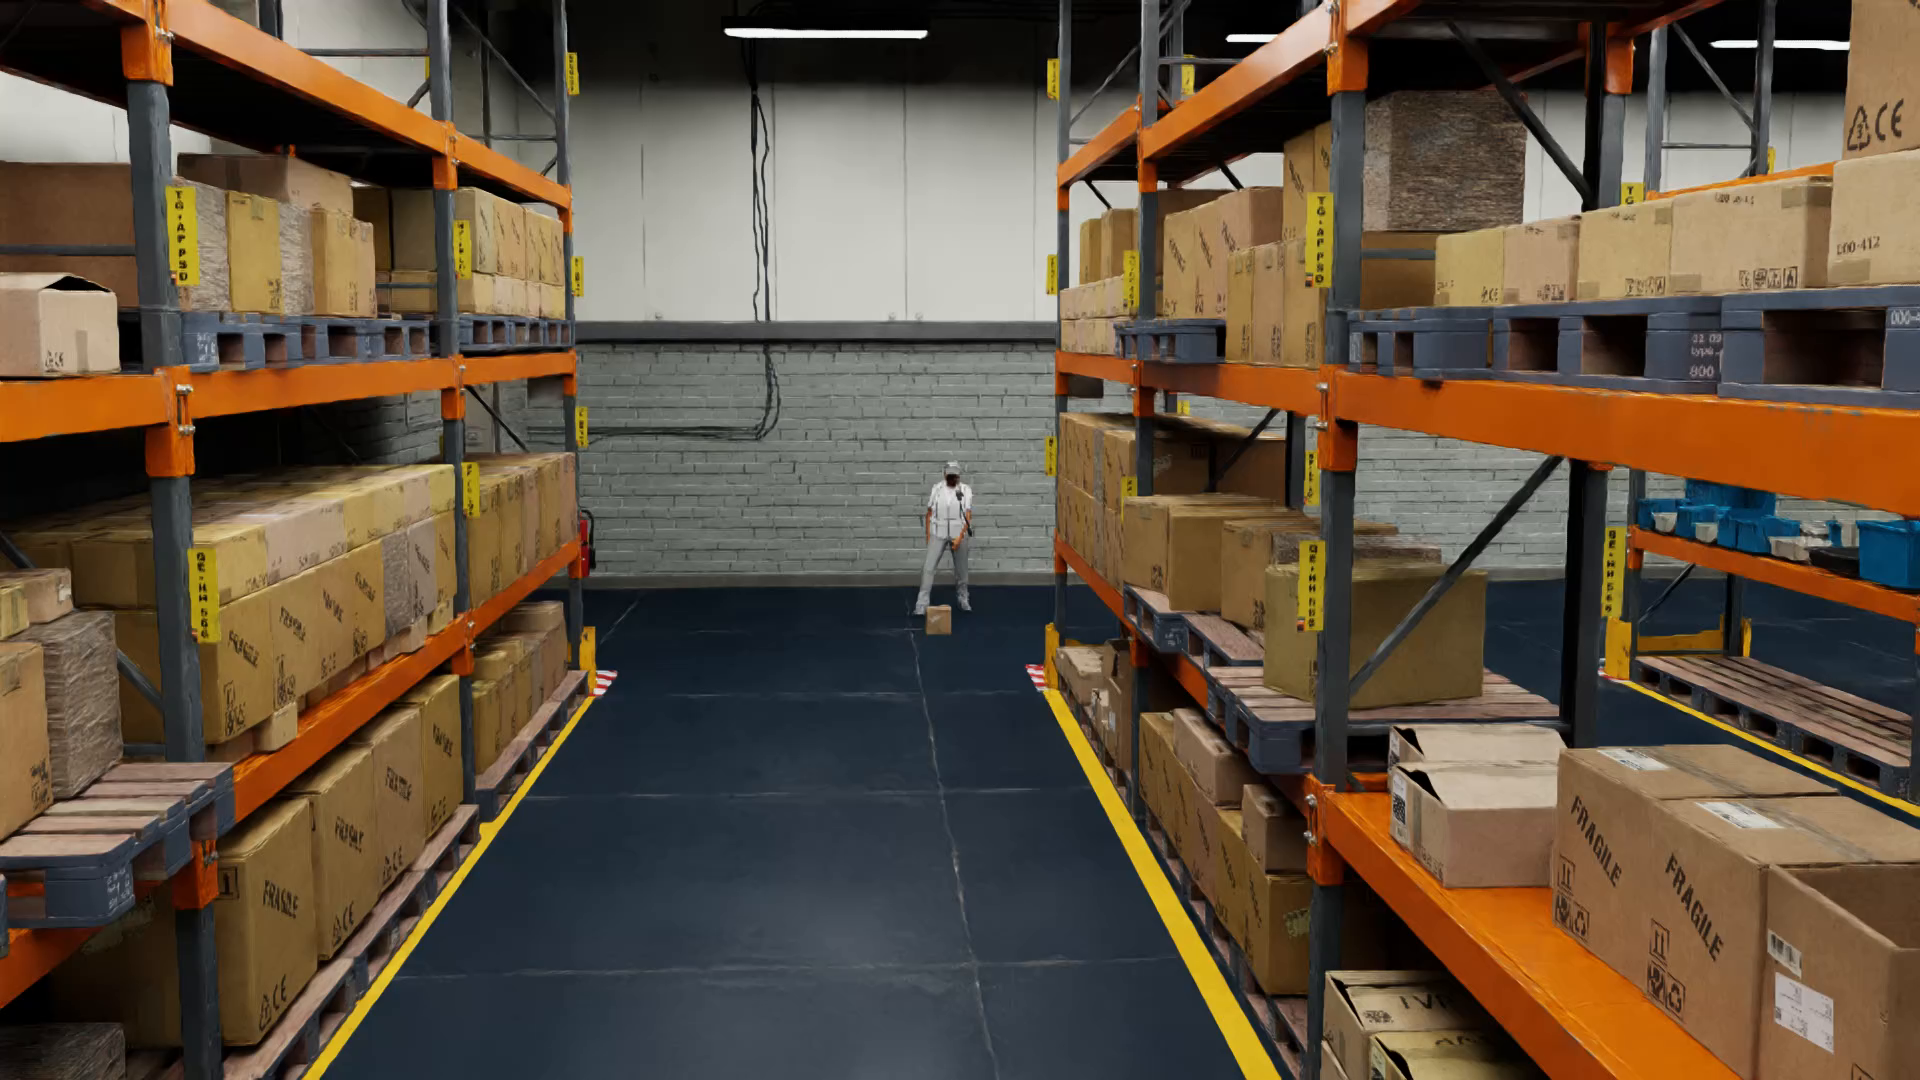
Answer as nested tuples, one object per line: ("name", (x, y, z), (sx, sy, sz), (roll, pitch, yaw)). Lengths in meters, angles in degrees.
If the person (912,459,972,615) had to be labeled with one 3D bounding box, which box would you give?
("person", (-0.177, -0.036, 17.491), (0.615, 1.631, 0.712), (0, 7, 3))
